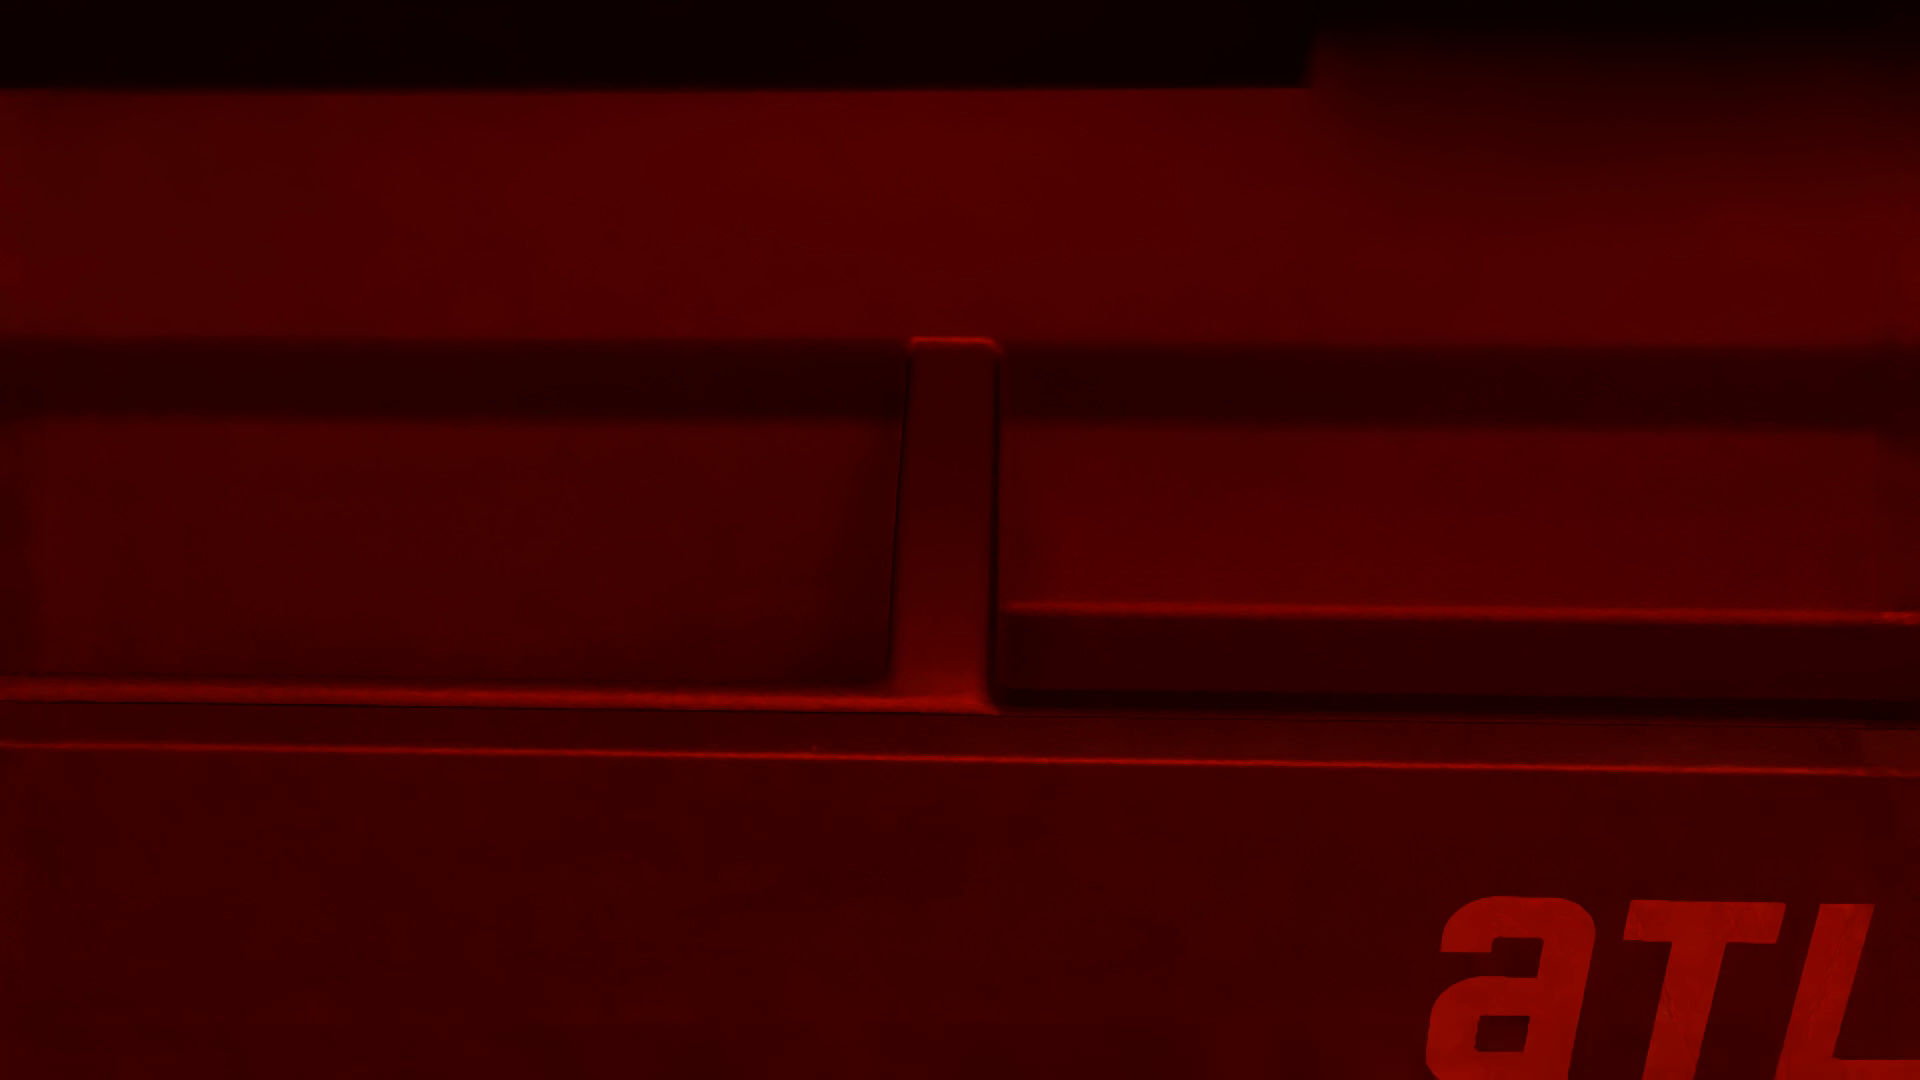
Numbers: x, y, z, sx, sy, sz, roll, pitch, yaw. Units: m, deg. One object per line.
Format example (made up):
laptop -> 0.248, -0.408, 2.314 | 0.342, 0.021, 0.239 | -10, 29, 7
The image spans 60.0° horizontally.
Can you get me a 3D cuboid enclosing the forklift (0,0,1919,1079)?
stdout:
forklift -> -0.003, -0.373, 0.128 | 1.130, 2.935, 3.031 | 1, 17, 2
